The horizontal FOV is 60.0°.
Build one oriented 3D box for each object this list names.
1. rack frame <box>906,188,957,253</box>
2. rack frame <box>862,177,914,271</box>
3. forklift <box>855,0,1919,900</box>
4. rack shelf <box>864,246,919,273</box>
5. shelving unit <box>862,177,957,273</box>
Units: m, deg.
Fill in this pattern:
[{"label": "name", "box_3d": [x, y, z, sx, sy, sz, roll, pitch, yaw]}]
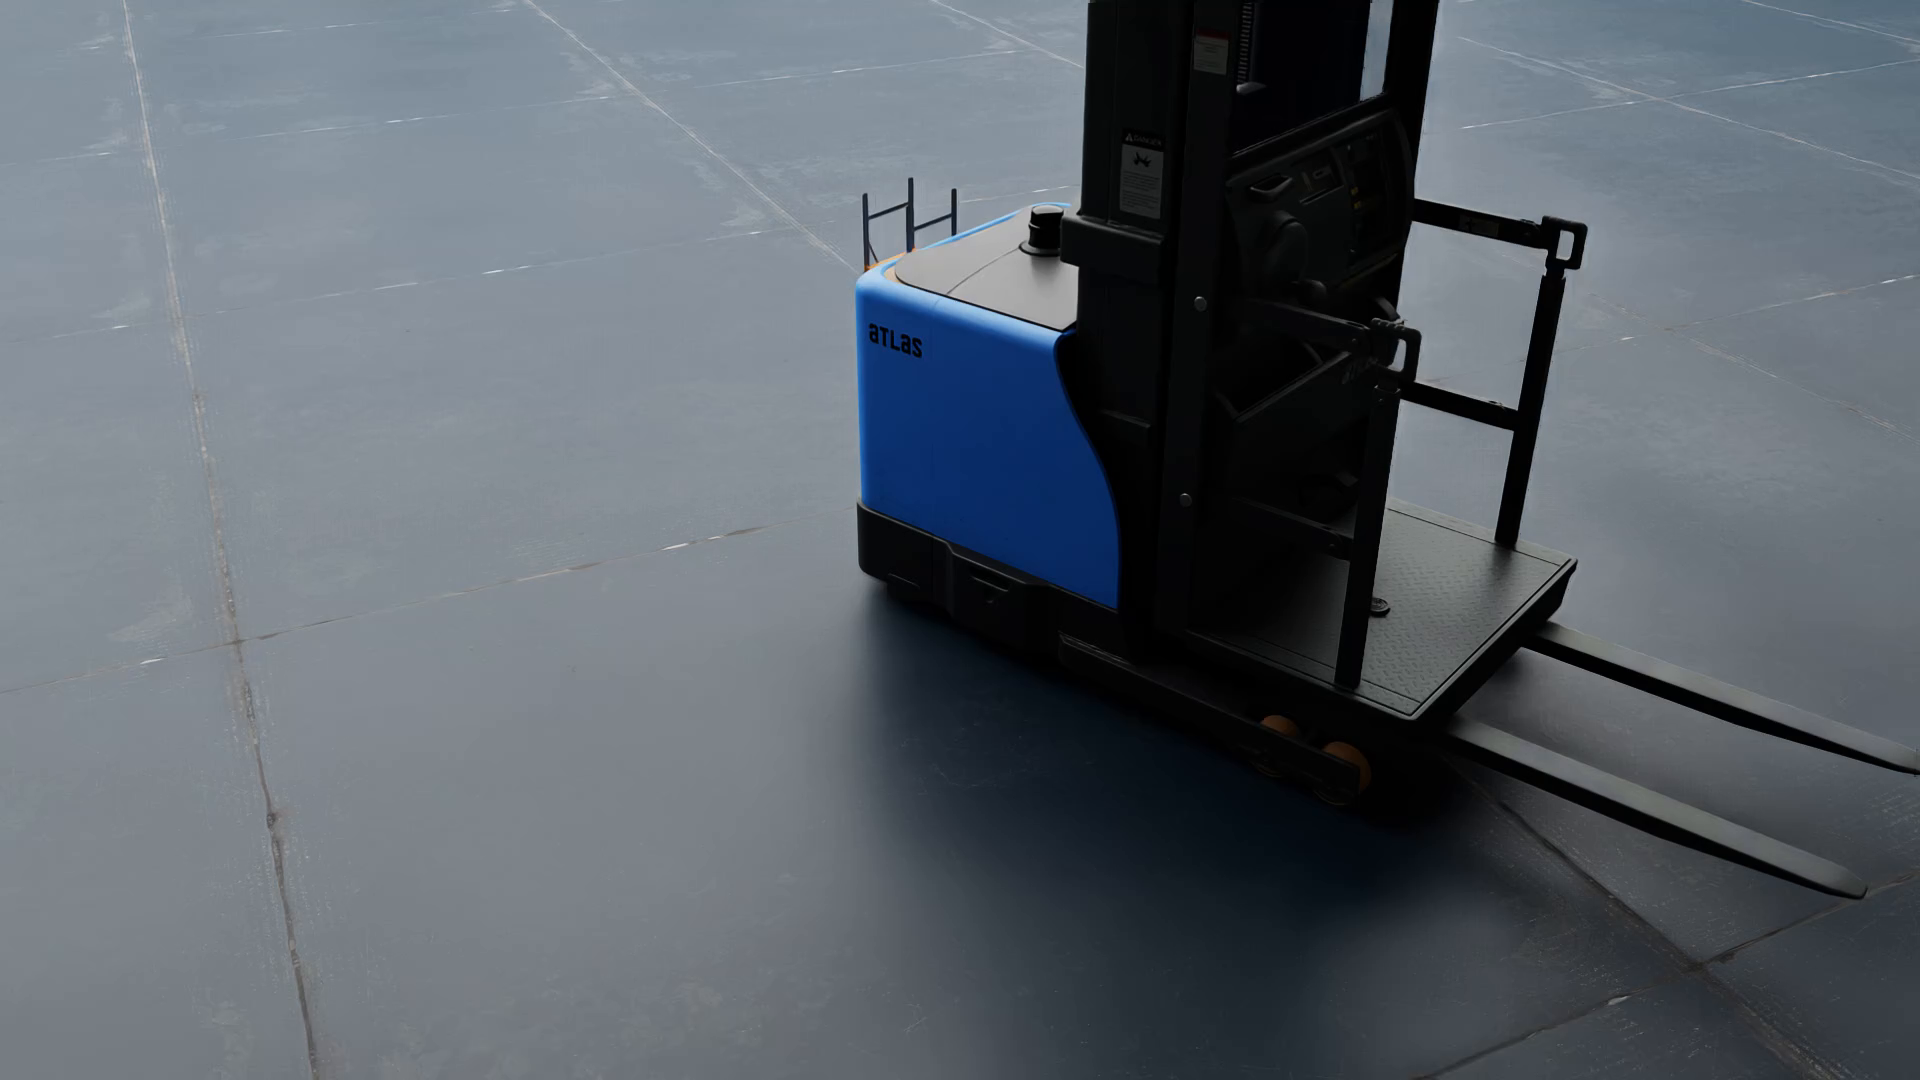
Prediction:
[{"label": "rack frame", "box_3d": [-0.089, -0.553, 5.510, 0.006, 1.200, 0.240, 22, 36, 34]}, {"label": "rack frame", "box_3d": [-0.230, -0.611, 5.612, 0.006, 1.200, 0.240, 22, 36, 34]}, {"label": "forklift", "box_3d": [1.123, -0.858, 4.283, 3.031, 2.935, 1.130, 22, 36, 34]}, {"label": "rack shelf", "box_3d": [-0.159, -0.857, 5.407, 0.180, 0.103, 0.258, 22, 36, 34]}, {"label": "shelving unit", "box_3d": [-0.159, -0.582, 5.561, 0.189, 1.200, 0.258, 22, 36, 34]}]
